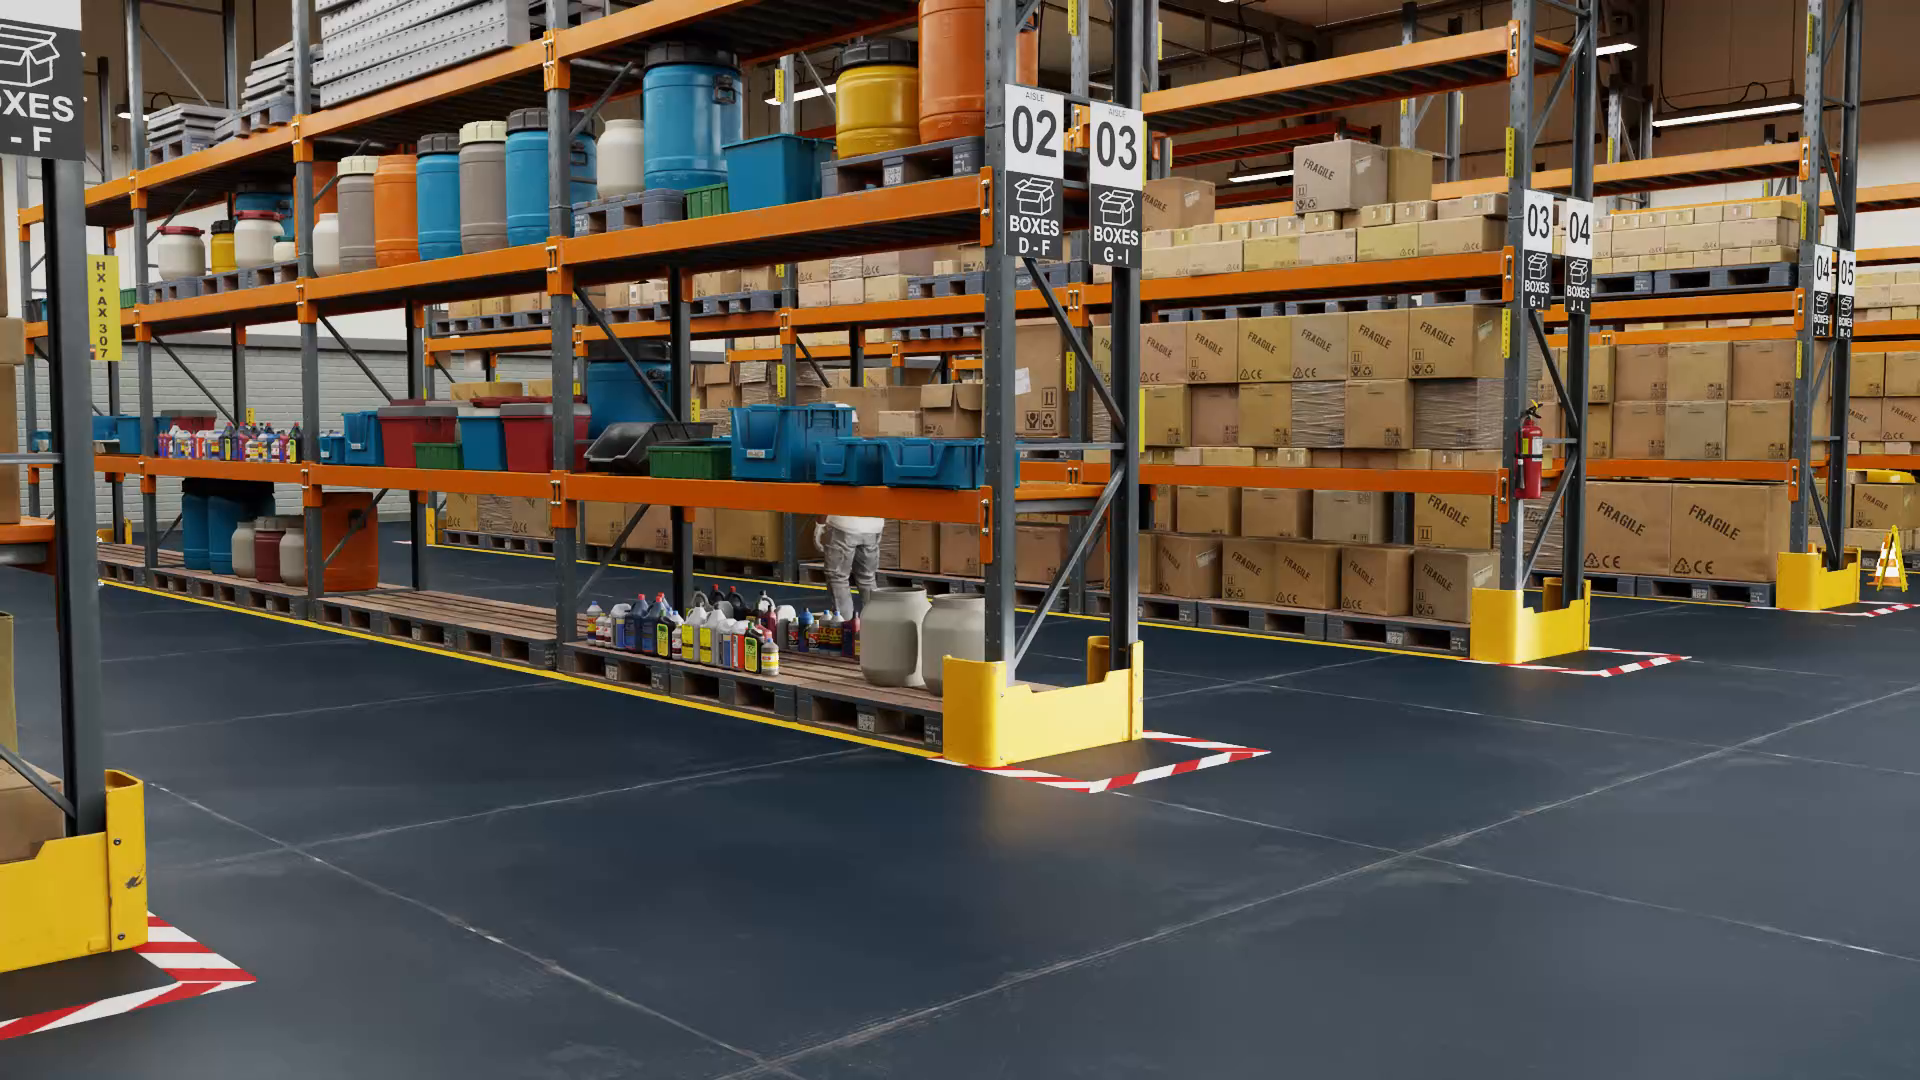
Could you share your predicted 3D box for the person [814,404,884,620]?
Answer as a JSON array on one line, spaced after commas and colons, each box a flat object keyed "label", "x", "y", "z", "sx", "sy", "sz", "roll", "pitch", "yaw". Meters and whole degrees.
[{"label": "person", "x": -0.781, "y": -0.086, "z": 11.902, "sx": 0.618, "sy": 1.774, "sz": 0.447, "roll": -4, "pitch": 5, "yaw": -43}]
